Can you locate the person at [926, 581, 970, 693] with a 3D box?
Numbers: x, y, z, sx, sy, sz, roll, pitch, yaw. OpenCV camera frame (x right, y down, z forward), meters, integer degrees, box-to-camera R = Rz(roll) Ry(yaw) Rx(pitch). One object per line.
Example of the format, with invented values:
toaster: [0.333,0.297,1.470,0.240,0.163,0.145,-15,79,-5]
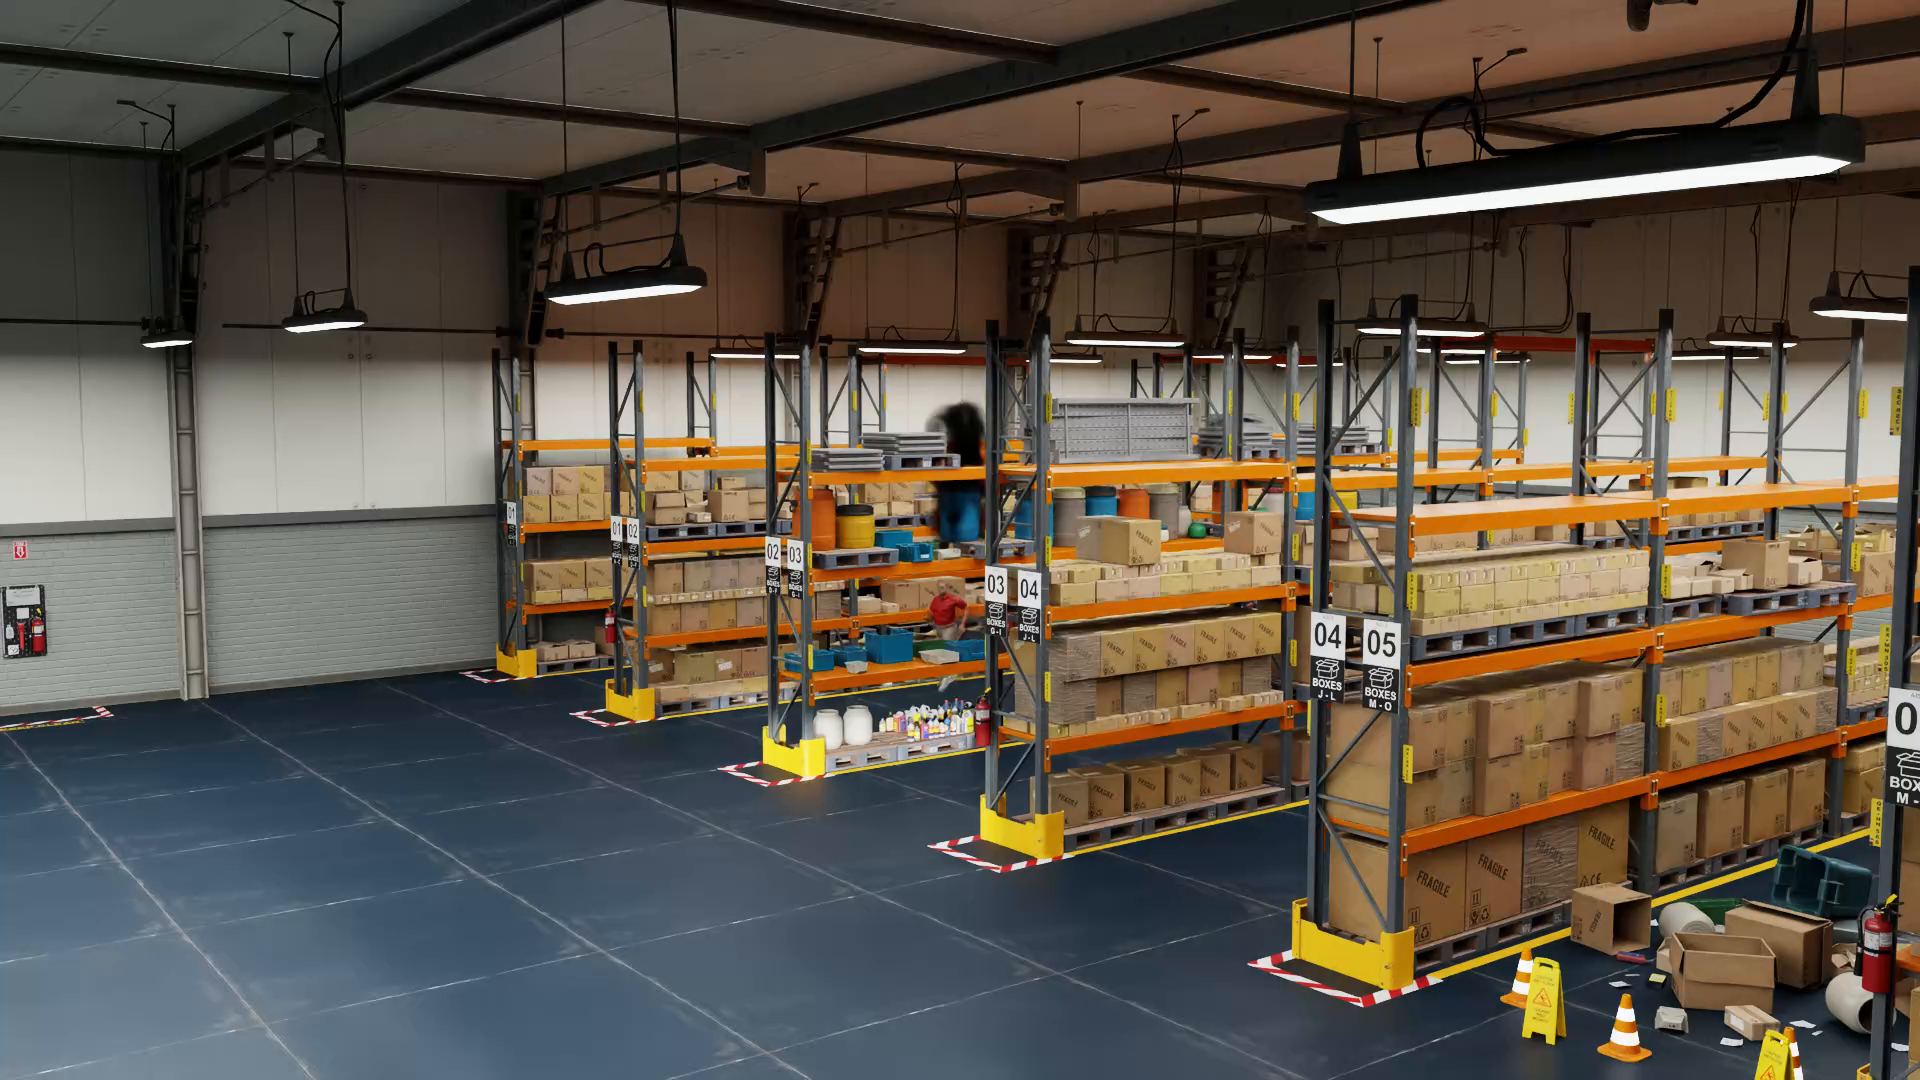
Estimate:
person: [-0.256,1.612,27.869,0.826,1.861,0.620,-5,7,-42]
